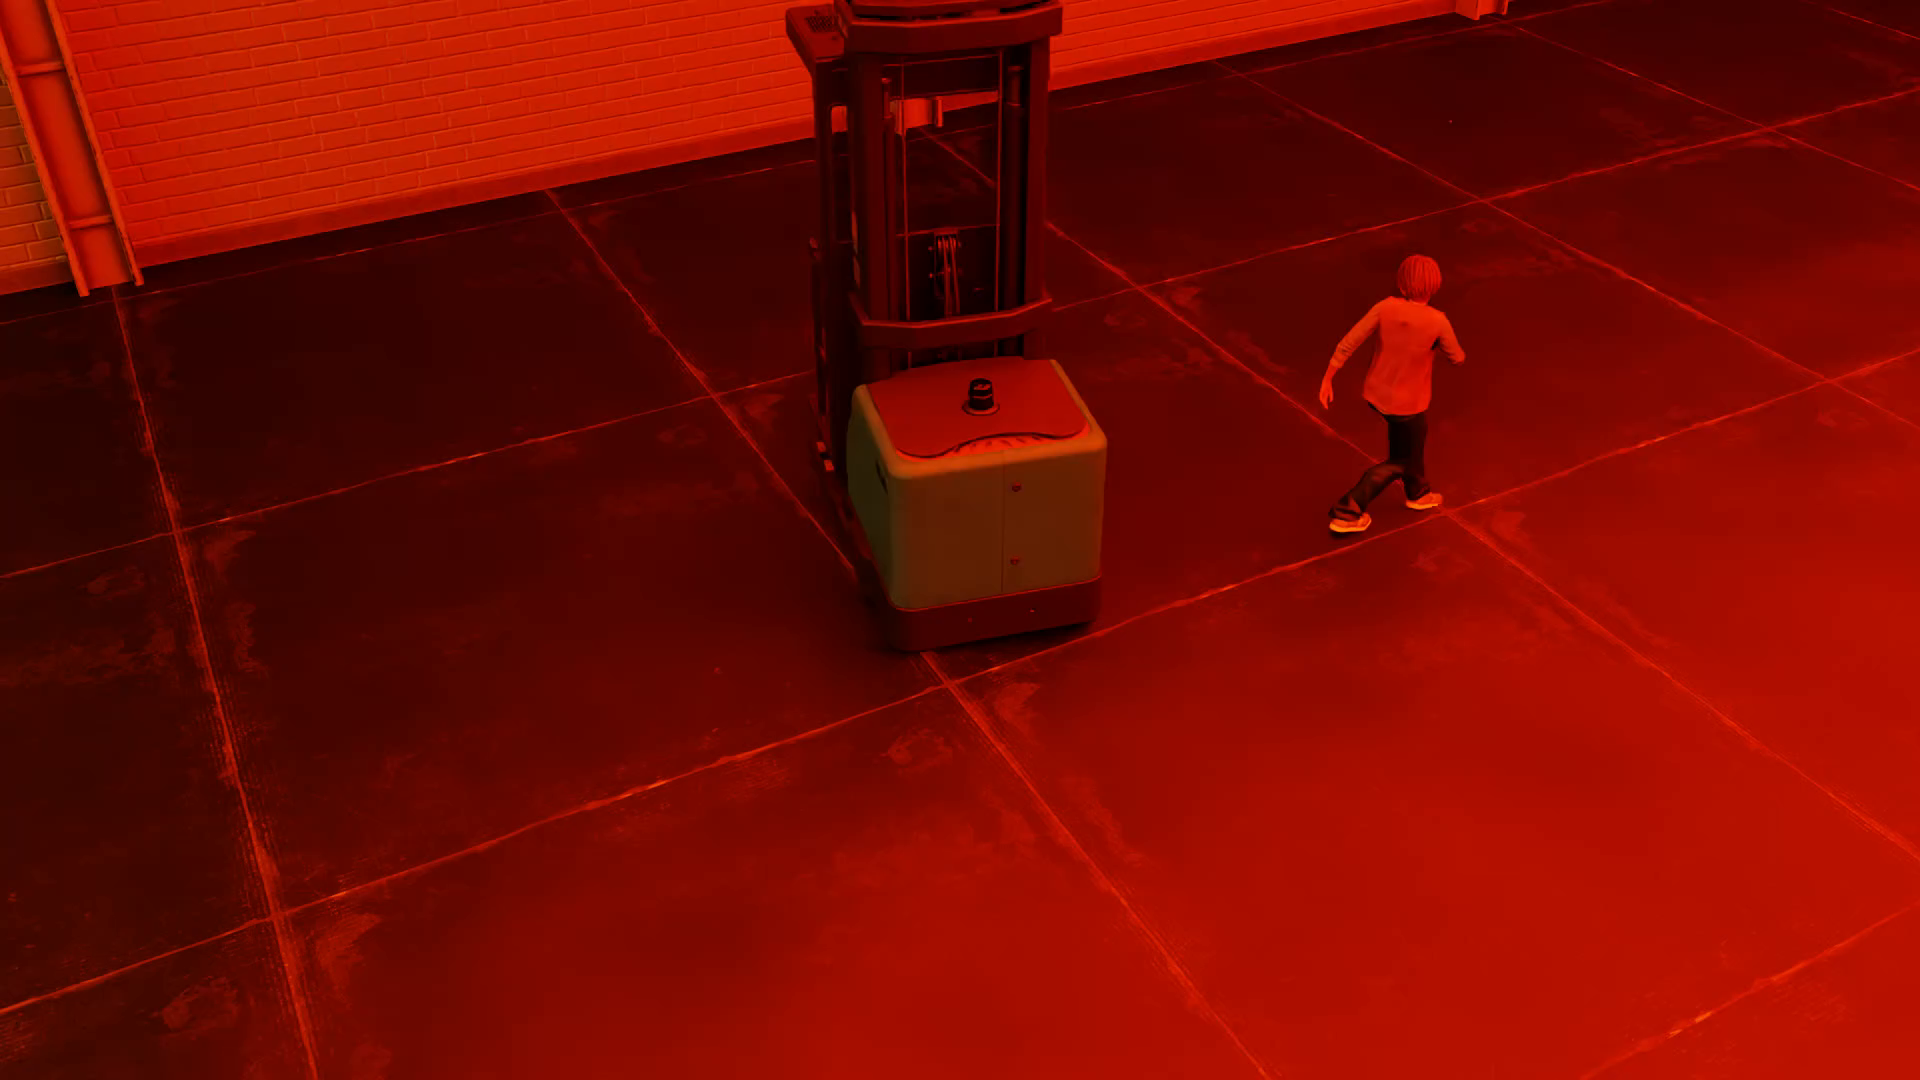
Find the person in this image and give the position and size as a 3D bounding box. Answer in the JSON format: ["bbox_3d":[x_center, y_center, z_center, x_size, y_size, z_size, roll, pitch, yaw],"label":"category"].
[{"bbox_3d":[2.235,-0.729,8.408,0.839,1.540,0.429,-20,40,-26],"label":"person"}]

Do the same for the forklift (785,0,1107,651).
[{"bbox_3d":[-0.200,-1.524,8.280,1.130,2.935,3.031,-9,36,-12],"label":"forklift"}]
